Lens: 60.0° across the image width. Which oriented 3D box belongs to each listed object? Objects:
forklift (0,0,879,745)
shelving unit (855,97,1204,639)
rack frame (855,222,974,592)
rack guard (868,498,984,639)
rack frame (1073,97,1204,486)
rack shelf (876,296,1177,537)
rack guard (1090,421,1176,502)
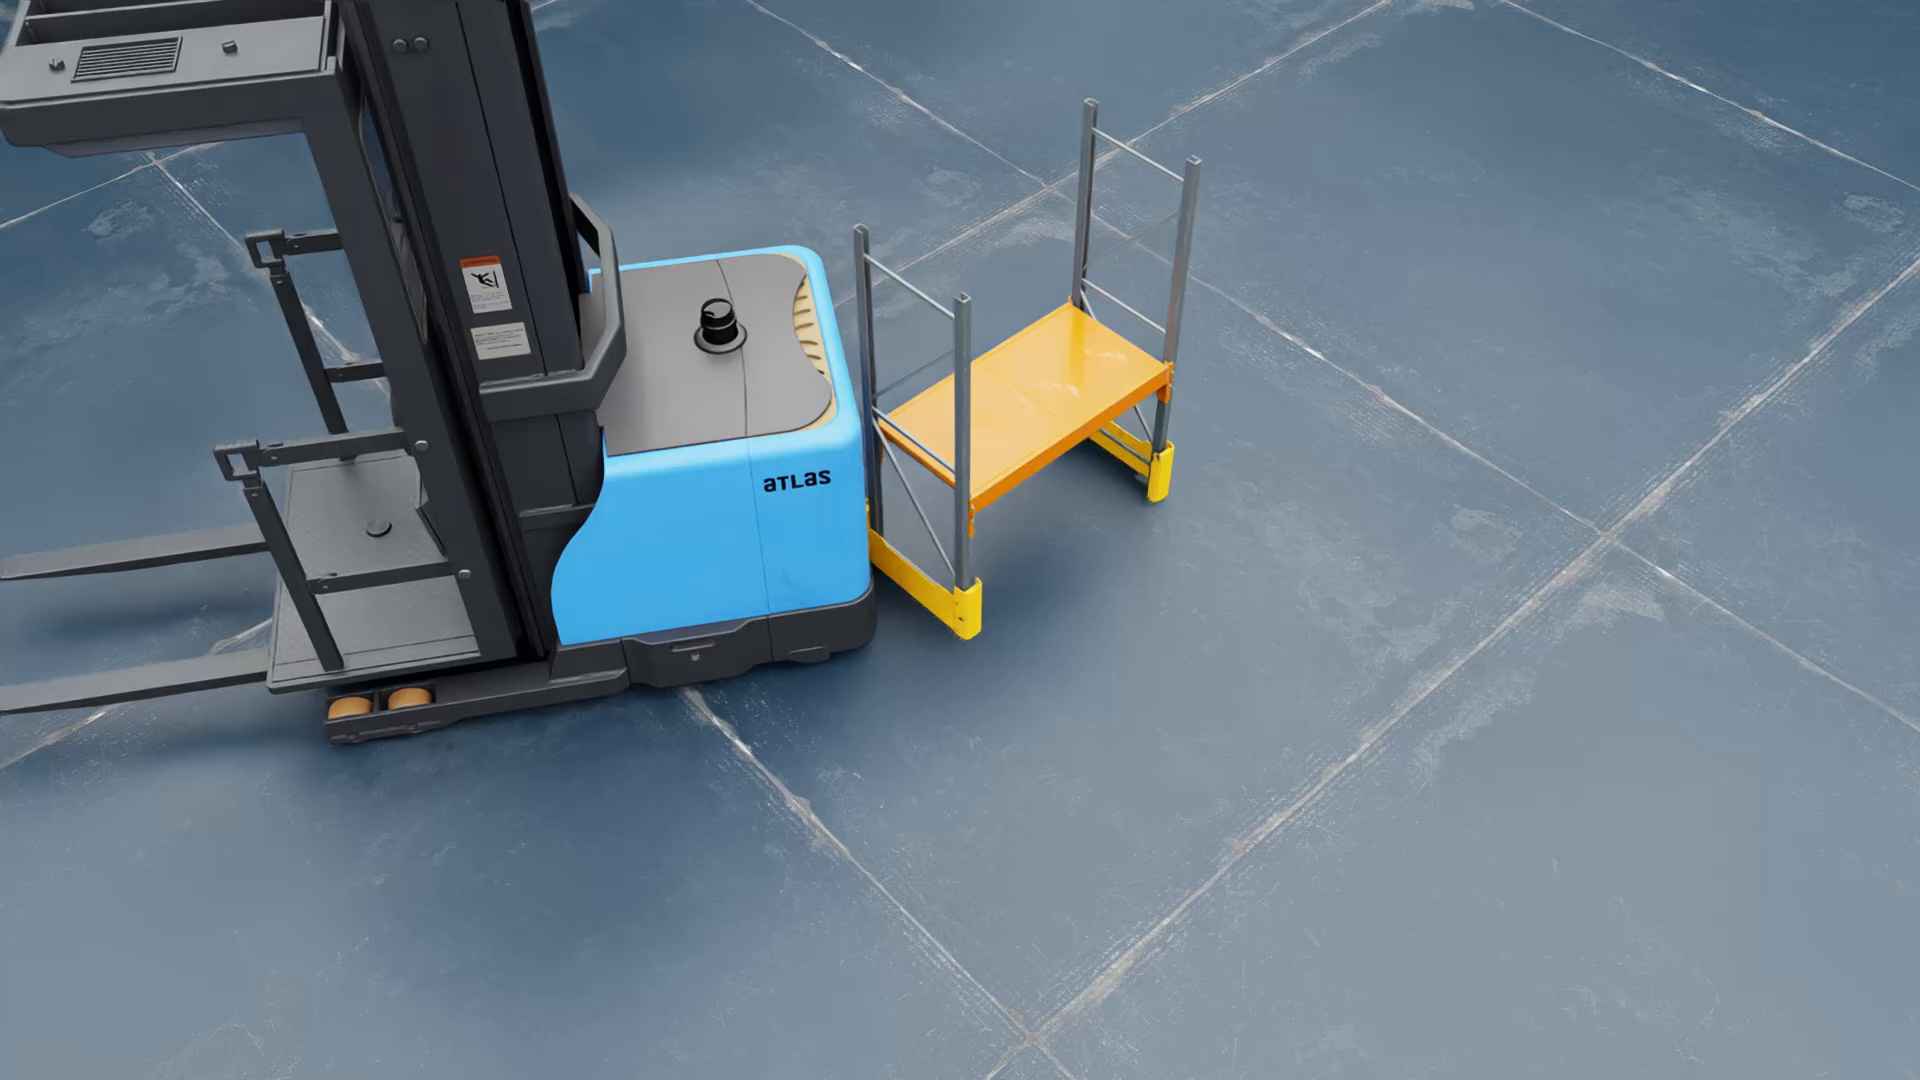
[{"bbox_3d":[-1.856,-0.736,4.935,3.031,2.935,1.130,-8,48,-8],"label":"forklift"},{"bbox_3d":[0.225,-0.577,5.762,1.083,1.500,0.587,-35,56,-28],"label":"shelving unit"},{"bbox_3d":[-0.139,-0.326,5.530,0.032,1.500,0.500,-35,56,-28],"label":"rack frame"},{"bbox_3d":[-0.138,0.097,5.990,0.087,0.250,0.587,-35,56,-28],"label":"rack guard"},{"bbox_3d":[0.603,-0.837,6.001,0.032,1.500,0.500,-35,56,-28],"label":"rack frame"},{"bbox_3d":[0.232,-0.459,5.898,1.000,0.185,0.538,-35,56,-28],"label":"rack shelf"},{"bbox_3d":[0.589,-0.403,6.452,0.087,0.250,0.587,-35,56,-28],"label":"rack guard"}]
